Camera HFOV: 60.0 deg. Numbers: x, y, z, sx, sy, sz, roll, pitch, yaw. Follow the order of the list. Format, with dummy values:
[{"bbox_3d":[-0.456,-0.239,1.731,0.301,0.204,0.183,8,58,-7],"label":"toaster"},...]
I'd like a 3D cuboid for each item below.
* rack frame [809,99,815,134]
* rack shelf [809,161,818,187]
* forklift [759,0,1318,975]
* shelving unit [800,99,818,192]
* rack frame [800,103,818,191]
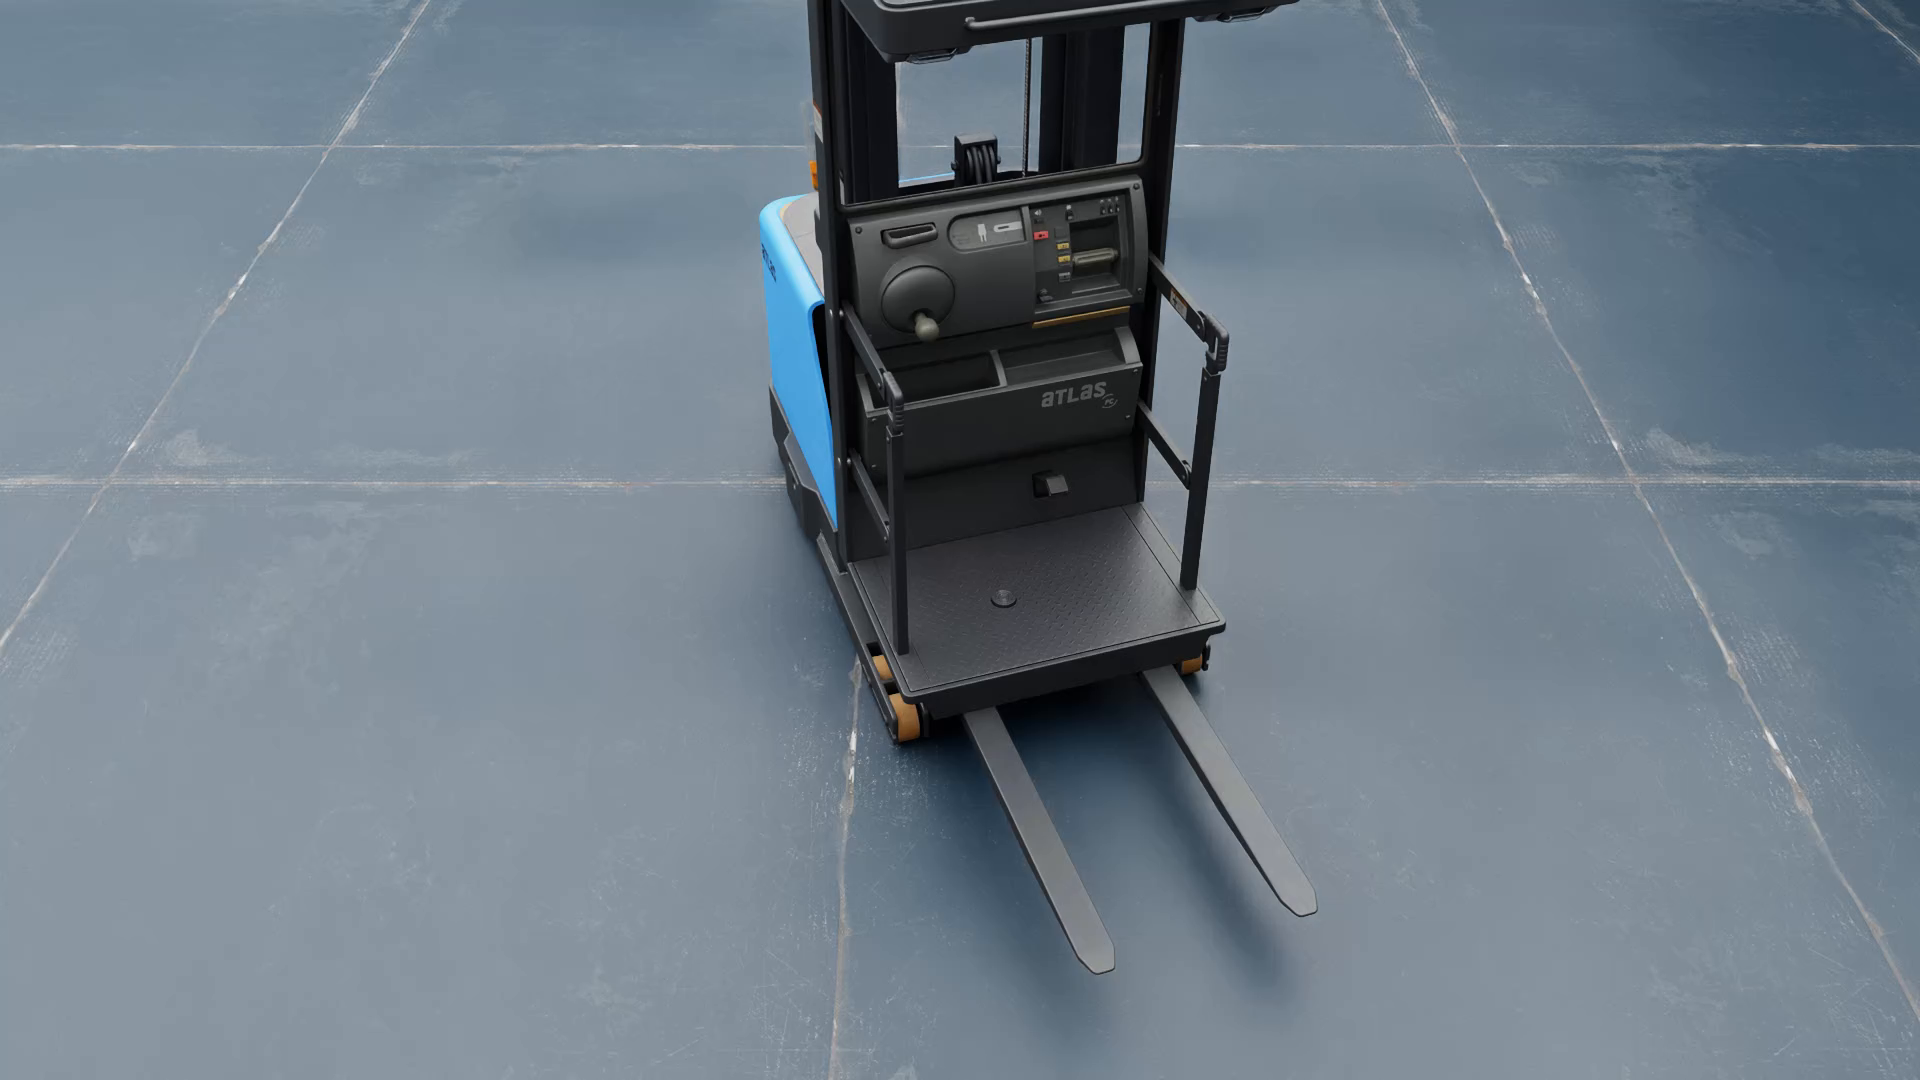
[{"bbox_3d":[-0.396,-1.190,6.746,0.240,1.200,0.006,-12,12,-14],"label":"rack frame"},{"bbox_3d":[-0.468,-1.510,6.766,0.258,0.103,0.180,-12,12,-14],"label":"rack shelf"},{"bbox_3d":[0.198,-0.772,4.870,1.130,2.935,3.031,-12,40,-14],"label":"forklift"},{"bbox_3d":[-0.422,-1.205,6.832,0.258,1.200,0.189,-12,12,-14],"label":"shelving unit"},{"bbox_3d":[-0.447,-1.220,6.919,0.240,1.200,0.006,-12,12,-14],"label":"rack frame"}]
